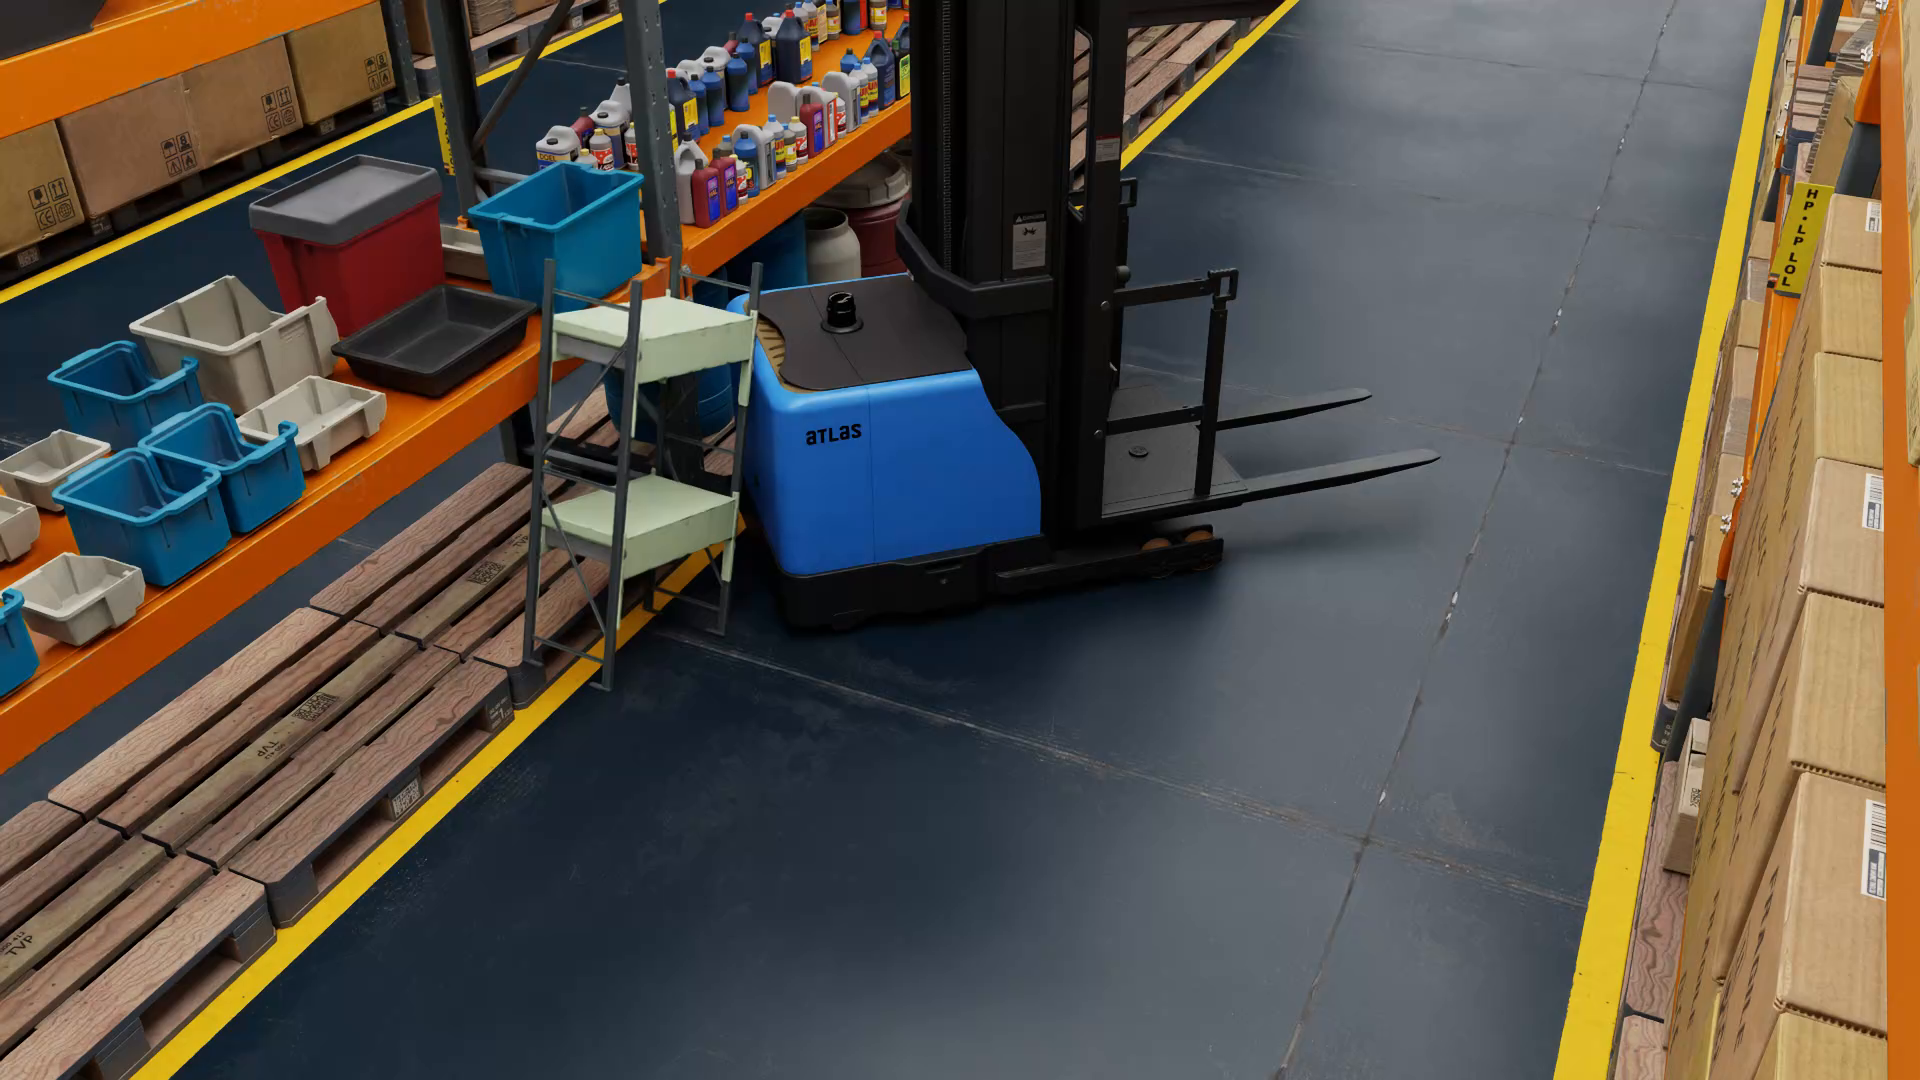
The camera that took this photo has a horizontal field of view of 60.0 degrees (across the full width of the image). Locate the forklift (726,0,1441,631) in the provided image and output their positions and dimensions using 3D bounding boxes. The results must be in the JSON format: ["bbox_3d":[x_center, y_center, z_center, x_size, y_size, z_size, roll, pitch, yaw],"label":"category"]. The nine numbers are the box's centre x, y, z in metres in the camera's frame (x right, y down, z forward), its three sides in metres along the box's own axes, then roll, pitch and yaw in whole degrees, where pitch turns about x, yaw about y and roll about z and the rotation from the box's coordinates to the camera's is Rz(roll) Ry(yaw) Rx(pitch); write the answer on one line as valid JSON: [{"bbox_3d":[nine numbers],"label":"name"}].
[{"bbox_3d":[0.600,-1.331,6.606,3.031,2.935,1.130,-10,35,-15],"label":"forklift"}]

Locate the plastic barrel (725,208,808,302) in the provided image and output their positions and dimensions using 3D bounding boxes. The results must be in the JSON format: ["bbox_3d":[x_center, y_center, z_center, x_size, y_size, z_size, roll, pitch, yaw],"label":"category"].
[{"bbox_3d":[-1.039,-1.312,8.047,0.600,0.901,0.708,14,36,20],"label":"plastic barrel"}]

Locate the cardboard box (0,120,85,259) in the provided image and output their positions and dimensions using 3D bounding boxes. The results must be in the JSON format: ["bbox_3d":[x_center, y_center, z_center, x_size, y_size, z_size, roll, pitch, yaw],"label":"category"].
[{"bbox_3d":[-5.827,-2.141,9.335,1.225,0.875,0.875,14,36,21],"label":"cardboard box"}]

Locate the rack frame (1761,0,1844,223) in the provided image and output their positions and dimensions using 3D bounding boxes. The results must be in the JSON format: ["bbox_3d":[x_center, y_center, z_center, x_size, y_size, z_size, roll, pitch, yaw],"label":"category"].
[{"bbox_3d":[4.593,-2.249,7.944,1.000,3.000,0.127,14,36,20],"label":"rack frame"}]

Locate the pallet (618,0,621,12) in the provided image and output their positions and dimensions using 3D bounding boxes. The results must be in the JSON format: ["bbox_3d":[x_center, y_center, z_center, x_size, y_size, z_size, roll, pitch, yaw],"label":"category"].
[{"bbox_3d":[-3.054,-4.961,14.623,1.003,0.211,1.213,14,36,20],"label":"pallet"}]

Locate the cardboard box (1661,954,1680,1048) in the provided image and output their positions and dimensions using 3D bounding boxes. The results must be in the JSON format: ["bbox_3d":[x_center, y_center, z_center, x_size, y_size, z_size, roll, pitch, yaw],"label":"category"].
[{"bbox_3d":[2.195,1.337,4.658,0.380,0.166,0.250,14,36,20],"label":"cardboard box"}]

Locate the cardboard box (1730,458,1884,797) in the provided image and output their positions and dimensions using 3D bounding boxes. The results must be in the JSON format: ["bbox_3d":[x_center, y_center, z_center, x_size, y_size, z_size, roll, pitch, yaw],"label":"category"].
[{"bbox_3d":[1.821,0.224,3.169,0.500,0.500,0.500,15,36,22],"label":"cardboard box"}]

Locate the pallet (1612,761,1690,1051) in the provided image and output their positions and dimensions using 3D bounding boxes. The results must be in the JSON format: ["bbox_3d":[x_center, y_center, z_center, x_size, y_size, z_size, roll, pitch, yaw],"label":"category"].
[{"bbox_3d":[2.631,1.252,5.149,1.003,0.211,1.213,14,36,20],"label":"pallet"}]

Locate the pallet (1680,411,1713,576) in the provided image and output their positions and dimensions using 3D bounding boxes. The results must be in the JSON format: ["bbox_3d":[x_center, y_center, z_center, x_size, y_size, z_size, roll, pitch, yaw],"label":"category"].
[{"bbox_3d":[3.734,-0.114,7.231,1.003,0.211,1.213,14,36,20],"label":"pallet"}]

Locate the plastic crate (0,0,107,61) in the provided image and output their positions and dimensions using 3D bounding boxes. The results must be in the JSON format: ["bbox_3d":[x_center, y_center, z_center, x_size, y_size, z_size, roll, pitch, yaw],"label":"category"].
[{"bbox_3d":[-2.363,-1.329,3.862,0.504,0.338,0.767,14,36,20],"label":"plastic crate"}]

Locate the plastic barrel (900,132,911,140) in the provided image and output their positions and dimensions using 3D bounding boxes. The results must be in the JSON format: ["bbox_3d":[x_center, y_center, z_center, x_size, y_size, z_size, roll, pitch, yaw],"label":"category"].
[{"bbox_3d":[-0.094,-2.407,9.782,0.600,0.830,0.708,14,36,20],"label":"plastic barrel"}]

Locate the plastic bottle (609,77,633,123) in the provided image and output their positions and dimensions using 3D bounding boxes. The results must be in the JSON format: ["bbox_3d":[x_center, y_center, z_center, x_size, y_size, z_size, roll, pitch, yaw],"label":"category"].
[{"bbox_3d":[-1.491,-1.907,7.467,0.144,0.351,0.185,14,36,20],"label":"plastic bottle"}]

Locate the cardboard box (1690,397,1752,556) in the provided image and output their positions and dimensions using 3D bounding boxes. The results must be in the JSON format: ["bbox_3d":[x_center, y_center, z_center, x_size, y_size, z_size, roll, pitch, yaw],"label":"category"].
[{"bbox_3d":[3.290,-0.200,6.699,0.500,0.500,0.500,15,36,21],"label":"cardboard box"}]

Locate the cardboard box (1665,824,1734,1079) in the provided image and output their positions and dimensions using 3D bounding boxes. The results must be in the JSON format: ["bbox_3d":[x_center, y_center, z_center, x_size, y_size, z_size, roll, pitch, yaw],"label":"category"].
[{"bbox_3d":[1.614,0.902,3.048,0.500,0.500,0.500,14,36,21],"label":"cardboard box"}]

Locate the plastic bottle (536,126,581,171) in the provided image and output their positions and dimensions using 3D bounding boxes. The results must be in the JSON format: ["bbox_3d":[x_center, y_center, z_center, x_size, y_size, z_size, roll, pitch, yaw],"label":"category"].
[{"bbox_3d":[-1.707,-1.613,7.088,0.152,0.276,0.135,14,36,20],"label":"plastic bottle"}]

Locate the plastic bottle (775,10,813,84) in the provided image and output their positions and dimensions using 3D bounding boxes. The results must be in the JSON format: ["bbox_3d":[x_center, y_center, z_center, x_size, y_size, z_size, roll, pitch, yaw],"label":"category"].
[{"bbox_3d":[-0.835,-2.488,8.353,0.144,0.351,0.185,14,36,20],"label":"plastic bottle"}]

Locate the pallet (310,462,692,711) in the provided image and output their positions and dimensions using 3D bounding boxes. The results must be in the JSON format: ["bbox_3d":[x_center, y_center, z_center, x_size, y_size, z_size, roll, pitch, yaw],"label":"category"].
[{"bbox_3d":[-1.850,0.147,6.834,1.003,0.211,1.213,14,36,20],"label":"pallet"}]

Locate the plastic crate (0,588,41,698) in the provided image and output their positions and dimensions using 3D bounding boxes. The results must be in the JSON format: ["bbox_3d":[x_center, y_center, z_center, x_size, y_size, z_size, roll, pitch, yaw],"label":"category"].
[{"bbox_3d":[-2.574,0.267,4.205,0.416,0.233,0.300,14,36,20],"label":"plastic crate"}]

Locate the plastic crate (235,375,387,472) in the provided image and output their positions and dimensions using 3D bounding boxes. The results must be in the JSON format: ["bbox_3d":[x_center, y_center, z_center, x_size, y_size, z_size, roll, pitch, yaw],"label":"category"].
[{"bbox_3d":[-2.034,-0.373,5.269,0.293,0.136,0.466,14,36,20],"label":"plastic crate"}]

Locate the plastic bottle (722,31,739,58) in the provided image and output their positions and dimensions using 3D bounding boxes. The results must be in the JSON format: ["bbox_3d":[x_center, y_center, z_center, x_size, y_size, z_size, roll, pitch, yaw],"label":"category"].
[{"bbox_3d":[-1.134,-2.358,8.216,0.061,0.283,0.133,14,36,20],"label":"plastic bottle"}]

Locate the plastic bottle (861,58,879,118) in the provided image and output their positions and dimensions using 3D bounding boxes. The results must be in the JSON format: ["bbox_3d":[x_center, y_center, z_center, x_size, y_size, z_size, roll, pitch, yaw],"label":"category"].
[{"bbox_3d":[-0.440,-2.161,7.927,0.097,0.271,0.097,0,33,0],"label":"plastic bottle"}]

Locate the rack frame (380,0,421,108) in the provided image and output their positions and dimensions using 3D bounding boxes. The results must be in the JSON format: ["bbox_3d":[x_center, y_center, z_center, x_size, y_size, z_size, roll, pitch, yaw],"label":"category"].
[{"bbox_3d":[-4.403,-4.523,11.412,1.000,3.000,0.127,14,36,20],"label":"rack frame"}]

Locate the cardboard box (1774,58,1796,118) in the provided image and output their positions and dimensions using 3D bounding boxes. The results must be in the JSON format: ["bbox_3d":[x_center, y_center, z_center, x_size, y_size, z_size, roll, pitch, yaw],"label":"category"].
[{"bbox_3d":[5.438,-2.846,10.468,0.500,0.311,0.500,13,35,19],"label":"cardboard box"}]

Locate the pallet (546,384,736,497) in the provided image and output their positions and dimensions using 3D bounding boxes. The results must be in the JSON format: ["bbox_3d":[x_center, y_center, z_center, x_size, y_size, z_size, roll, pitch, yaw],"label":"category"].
[{"bbox_3d":[-1.217,-0.603,7.977,1.003,0.211,1.213,14,36,20],"label":"pallet"}]

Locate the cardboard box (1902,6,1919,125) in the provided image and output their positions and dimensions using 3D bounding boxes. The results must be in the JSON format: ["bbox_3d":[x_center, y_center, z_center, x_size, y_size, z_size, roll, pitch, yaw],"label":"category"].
[{"bbox_3d":[2.278,-1.015,3.463,0.500,0.250,0.500,14,36,20],"label":"cardboard box"}]

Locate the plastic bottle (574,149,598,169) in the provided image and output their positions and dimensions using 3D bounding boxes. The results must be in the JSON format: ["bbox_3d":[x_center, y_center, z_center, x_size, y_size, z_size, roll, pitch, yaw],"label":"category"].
[{"bbox_3d":[-1.586,-1.563,7.079,0.097,0.201,0.097,0,33,0],"label":"plastic bottle"}]

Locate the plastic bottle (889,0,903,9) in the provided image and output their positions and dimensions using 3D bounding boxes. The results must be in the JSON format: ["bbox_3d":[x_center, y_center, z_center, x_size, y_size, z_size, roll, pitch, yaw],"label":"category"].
[{"bbox_3d":[-0.379,-3.194,9.498,0.152,0.276,0.135,14,36,20],"label":"plastic bottle"}]

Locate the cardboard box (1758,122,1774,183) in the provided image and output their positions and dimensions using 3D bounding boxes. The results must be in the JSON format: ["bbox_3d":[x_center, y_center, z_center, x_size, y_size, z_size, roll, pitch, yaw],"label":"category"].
[{"bbox_3d":[5.230,-2.356,10.233,0.500,0.250,0.500,15,36,21],"label":"cardboard box"}]

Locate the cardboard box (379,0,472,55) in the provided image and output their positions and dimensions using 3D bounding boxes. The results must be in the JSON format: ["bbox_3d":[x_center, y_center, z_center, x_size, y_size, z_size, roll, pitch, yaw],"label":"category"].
[{"bbox_3d":[-4.141,-4.000,12.493,0.700,0.500,0.500,12,35,18],"label":"cardboard box"}]

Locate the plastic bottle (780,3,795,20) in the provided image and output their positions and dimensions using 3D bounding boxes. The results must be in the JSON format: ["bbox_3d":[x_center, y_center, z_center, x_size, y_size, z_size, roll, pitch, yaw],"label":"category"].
[{"bbox_3d":[-0.904,-2.632,8.634,0.061,0.283,0.133,14,36,20],"label":"plastic bottle"}]

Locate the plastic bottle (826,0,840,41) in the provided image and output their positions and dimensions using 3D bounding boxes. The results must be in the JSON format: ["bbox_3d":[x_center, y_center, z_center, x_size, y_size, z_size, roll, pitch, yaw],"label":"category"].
[{"bbox_3d":[-0.702,-2.814,8.987,0.097,0.201,0.097,0,33,0],"label":"plastic bottle"}]

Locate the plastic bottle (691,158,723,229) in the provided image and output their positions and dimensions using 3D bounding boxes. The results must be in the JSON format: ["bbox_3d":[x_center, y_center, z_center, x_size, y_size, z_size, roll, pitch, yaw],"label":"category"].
[{"bbox_3d":[-1.037,-1.431,6.803,0.061,0.283,0.133,14,36,20],"label":"plastic bottle"}]

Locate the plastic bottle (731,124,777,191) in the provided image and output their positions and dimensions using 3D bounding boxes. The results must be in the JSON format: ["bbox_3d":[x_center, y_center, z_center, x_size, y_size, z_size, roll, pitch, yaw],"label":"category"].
[{"bbox_3d":[-0.885,-1.668,7.172,0.152,0.276,0.135,14,36,20],"label":"plastic bottle"}]

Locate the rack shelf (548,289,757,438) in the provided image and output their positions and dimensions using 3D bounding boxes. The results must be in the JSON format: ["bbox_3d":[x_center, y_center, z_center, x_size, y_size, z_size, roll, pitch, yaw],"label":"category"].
[{"bbox_3d":[-1.125,-0.657,6.054,0.431,0.370,0.720,16,20,23],"label":"rack shelf"}]

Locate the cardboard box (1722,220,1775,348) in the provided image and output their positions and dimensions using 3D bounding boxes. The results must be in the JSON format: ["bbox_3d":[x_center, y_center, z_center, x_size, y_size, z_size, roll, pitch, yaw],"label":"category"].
[{"bbox_3d":[4.143,-1.226,8.263,0.500,0.500,0.500,16,36,22],"label":"cardboard box"}]

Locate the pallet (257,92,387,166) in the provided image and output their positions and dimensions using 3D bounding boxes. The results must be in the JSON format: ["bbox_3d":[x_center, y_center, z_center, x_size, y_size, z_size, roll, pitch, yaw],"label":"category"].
[{"bbox_3d":[-4.801,-2.982,11.605,1.003,0.211,1.213,14,36,20],"label":"pallet"}]

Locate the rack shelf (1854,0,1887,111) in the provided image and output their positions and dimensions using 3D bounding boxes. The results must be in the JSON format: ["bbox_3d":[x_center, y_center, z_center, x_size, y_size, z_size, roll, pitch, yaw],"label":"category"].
[{"bbox_3d":[3.756,-2.206,5.799,1.077,0.370,4.000,14,36,20],"label":"rack shelf"}]

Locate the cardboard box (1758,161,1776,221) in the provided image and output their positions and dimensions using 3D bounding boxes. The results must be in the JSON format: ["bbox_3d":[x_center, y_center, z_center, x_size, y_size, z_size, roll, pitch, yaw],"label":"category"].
[{"bbox_3d":[4.588,-1.826,8.913,0.500,0.311,0.500,15,36,22],"label":"cardboard box"}]

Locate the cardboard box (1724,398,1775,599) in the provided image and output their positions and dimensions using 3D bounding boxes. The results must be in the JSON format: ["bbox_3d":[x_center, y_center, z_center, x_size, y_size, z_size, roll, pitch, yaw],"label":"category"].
[{"bbox_3d":[2.459,-0.107,4.586,0.500,0.500,0.500,15,36,22],"label":"cardboard box"}]

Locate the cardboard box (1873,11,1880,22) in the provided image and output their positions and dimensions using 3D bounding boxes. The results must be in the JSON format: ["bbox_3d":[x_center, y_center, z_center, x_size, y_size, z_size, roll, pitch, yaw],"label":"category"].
[{"bbox_3d":[4.432,-2.126,7.283,0.700,0.500,0.500,3,33,4],"label":"cardboard box"}]

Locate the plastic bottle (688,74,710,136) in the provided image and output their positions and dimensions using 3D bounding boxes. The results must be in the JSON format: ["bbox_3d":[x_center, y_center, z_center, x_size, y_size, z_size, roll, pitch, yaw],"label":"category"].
[{"bbox_3d":[-1.222,-2.025,7.720,0.097,0.271,0.097,0,33,0],"label":"plastic bottle"}]

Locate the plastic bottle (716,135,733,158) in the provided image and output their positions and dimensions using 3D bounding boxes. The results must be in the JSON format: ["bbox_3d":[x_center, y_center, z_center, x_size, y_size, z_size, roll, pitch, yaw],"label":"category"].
[{"bbox_3d":[-1.006,-1.656,7.221,0.097,0.201,0.097,0,33,0],"label":"plastic bottle"}]

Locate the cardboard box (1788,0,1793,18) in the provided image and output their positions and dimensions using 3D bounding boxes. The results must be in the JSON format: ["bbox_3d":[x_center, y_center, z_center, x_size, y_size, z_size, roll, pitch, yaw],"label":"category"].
[{"bbox_3d":[6.884,-4.296,13.191,0.500,0.250,0.500,14,36,20],"label":"cardboard box"}]

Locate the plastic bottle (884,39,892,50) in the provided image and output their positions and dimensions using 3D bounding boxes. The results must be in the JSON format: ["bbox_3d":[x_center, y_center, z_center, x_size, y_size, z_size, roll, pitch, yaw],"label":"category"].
[{"bbox_3d":[-0.353,-2.325,8.166,0.061,0.283,0.133,14,36,20],"label":"plastic bottle"}]

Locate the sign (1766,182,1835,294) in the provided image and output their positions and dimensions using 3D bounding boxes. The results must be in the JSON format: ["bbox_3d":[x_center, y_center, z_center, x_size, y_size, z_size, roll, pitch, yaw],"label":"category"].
[{"bbox_3d":[2.414,-0.866,4.779,0.100,0.325,0.005,14,36,20],"label":"sign"}]

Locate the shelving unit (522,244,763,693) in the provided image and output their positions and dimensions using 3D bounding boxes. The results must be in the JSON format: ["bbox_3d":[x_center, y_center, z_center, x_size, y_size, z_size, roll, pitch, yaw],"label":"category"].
[{"bbox_3d":[-1.177,-0.290,6.176,0.431,1.500,0.755,16,20,23],"label":"shelving unit"}]
